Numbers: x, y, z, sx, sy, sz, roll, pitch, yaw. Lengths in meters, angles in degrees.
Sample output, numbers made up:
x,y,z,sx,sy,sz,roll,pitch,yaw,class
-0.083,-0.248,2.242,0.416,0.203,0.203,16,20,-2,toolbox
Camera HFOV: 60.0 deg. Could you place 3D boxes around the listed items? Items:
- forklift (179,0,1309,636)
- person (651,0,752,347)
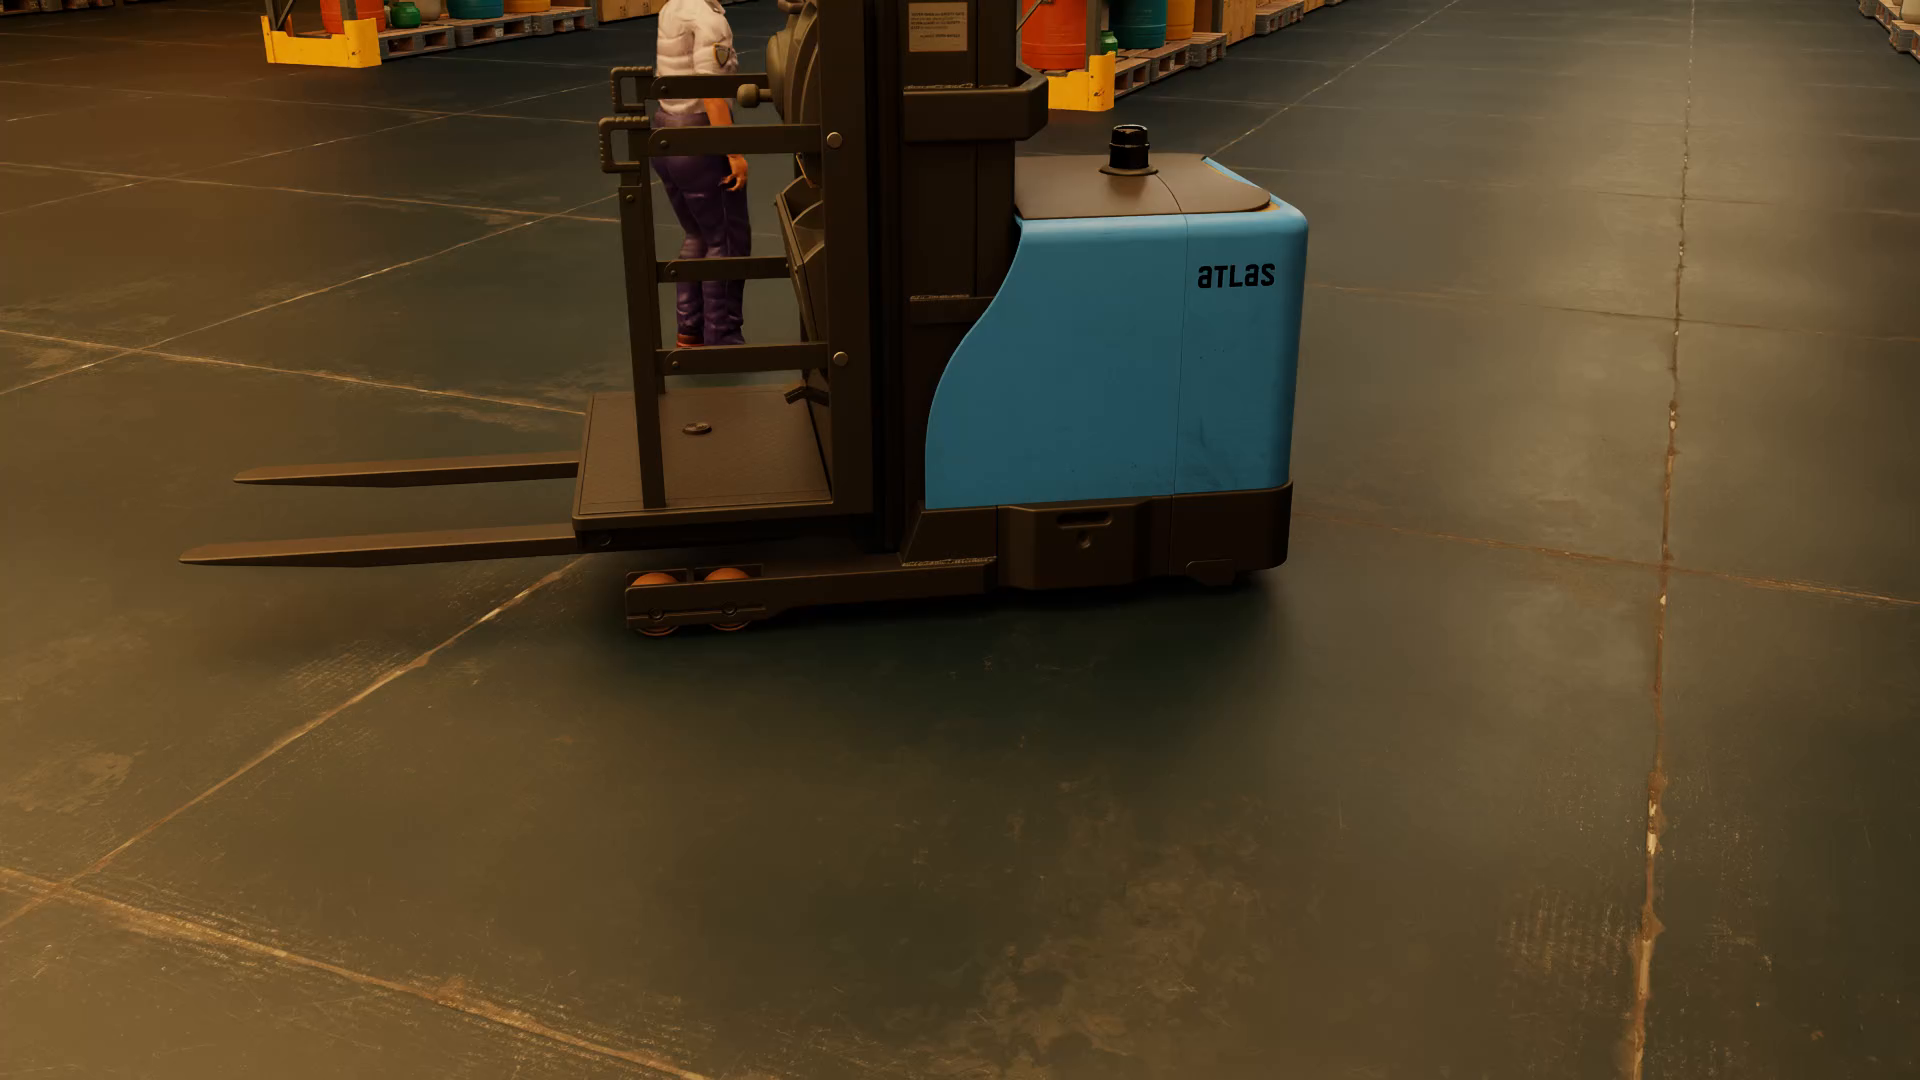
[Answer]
x,y,z,sx,sy,sz,roll,pitch,yaw,class
-0.622,-1.313,4.434,3.031,2.935,1.130,-4,23,-9,forklift
-1.023,-1.542,6.643,0.366,1.652,0.562,-13,26,-27,person
